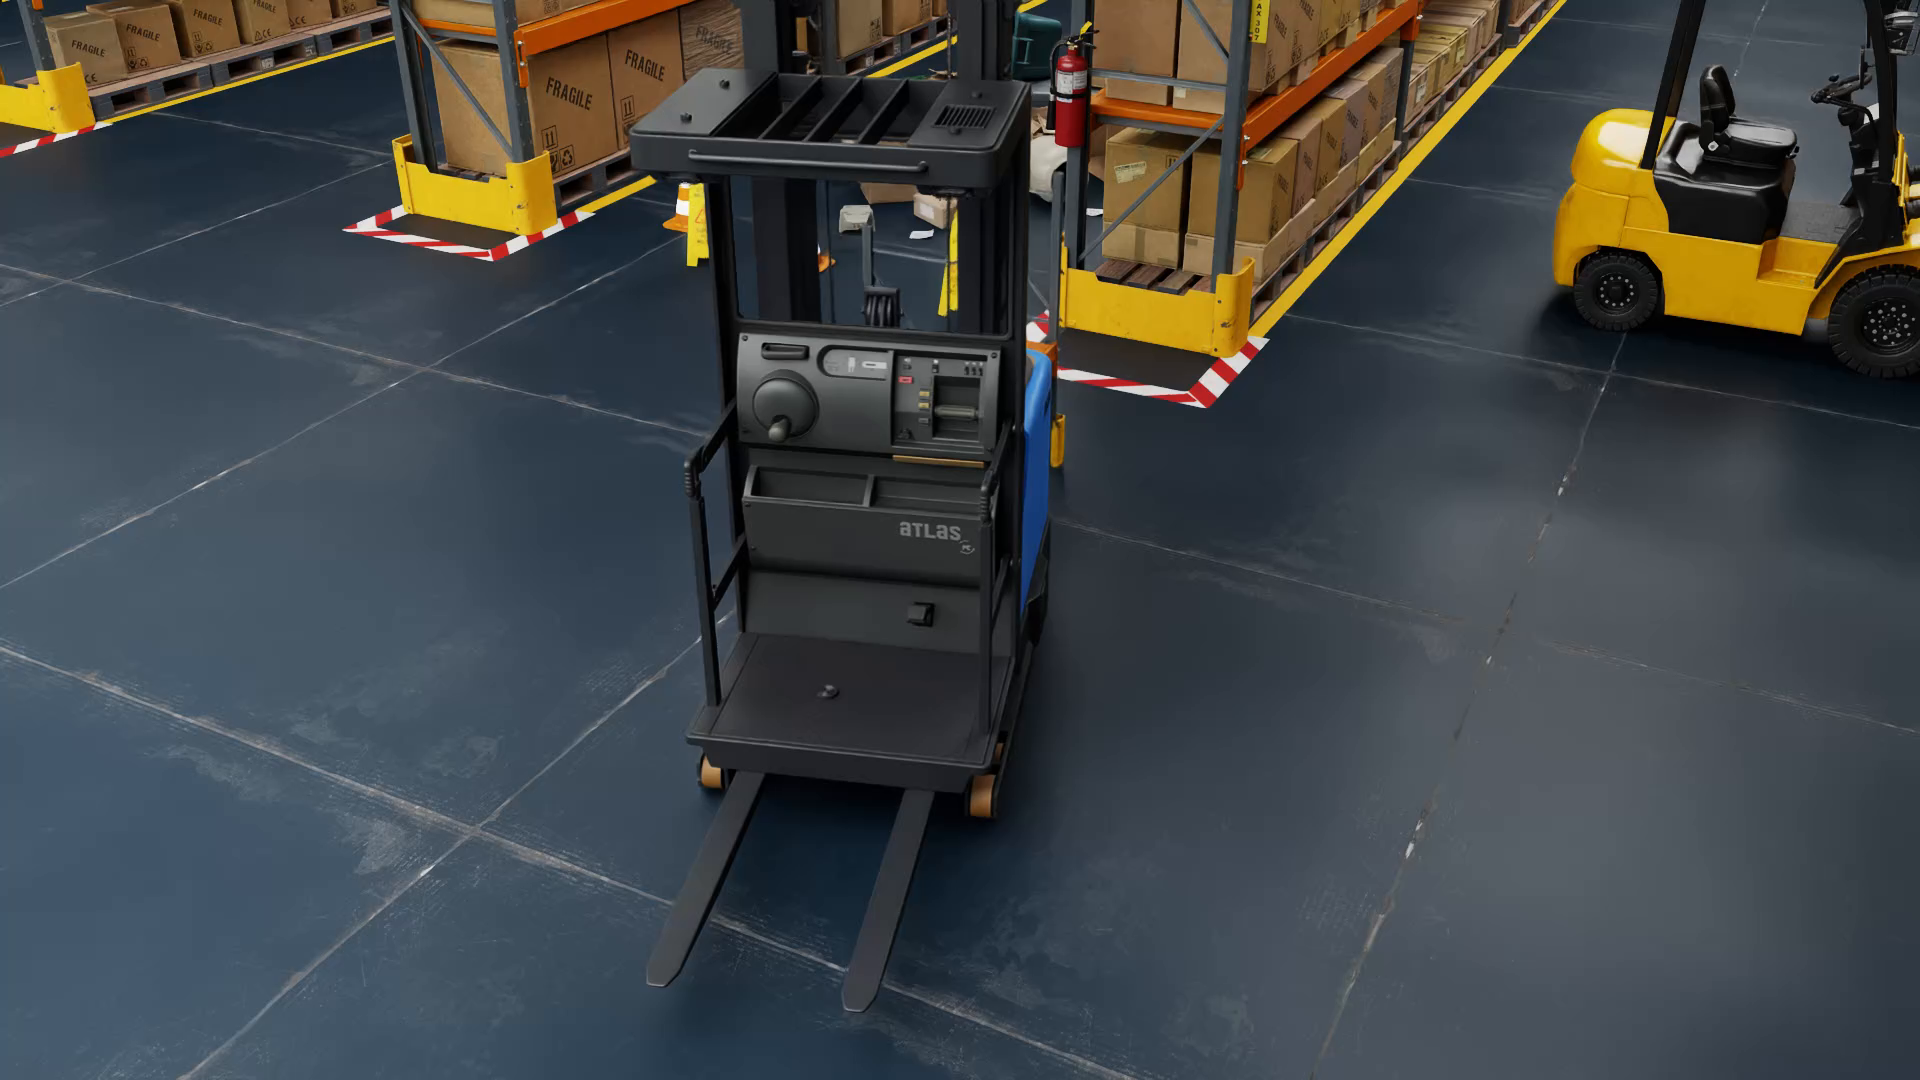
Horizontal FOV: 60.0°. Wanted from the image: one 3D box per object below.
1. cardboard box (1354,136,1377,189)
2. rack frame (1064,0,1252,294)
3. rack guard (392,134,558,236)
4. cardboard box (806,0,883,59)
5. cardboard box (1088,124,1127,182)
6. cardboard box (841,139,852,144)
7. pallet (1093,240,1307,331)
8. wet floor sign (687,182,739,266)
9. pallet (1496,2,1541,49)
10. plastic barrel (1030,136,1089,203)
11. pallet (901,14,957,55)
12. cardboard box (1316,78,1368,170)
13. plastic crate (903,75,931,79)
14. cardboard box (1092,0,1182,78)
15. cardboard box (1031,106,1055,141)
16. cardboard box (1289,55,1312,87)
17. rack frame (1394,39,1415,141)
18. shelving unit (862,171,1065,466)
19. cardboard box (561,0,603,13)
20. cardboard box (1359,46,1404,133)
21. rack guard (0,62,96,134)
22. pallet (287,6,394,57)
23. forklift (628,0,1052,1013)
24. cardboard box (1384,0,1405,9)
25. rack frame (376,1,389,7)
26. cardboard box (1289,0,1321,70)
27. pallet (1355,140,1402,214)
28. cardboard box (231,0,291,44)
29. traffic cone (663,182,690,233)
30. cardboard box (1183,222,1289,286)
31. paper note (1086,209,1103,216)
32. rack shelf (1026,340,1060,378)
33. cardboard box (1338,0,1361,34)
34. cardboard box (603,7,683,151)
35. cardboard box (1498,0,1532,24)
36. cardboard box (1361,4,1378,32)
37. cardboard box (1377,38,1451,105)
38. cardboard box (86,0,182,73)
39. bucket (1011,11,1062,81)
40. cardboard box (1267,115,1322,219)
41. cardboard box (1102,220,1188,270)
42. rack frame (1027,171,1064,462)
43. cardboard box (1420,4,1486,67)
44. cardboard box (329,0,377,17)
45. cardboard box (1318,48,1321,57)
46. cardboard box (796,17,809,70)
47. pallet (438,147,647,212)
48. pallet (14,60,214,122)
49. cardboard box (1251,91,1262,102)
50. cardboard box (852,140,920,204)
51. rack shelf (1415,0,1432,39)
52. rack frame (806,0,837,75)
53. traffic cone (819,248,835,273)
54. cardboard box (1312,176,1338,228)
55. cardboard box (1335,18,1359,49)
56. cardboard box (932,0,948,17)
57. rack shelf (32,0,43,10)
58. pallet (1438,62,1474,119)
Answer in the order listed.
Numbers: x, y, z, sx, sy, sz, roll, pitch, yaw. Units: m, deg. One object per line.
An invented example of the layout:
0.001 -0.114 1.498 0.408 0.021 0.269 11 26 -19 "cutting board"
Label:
2.640 -2.715 11.805 0.500 0.250 0.500 13 32 22 "cardboard box"
1.082 -2.513 9.115 1.000 3.000 0.127 14 33 23 "rack frame"
-3.382 -2.497 11.596 1.175 0.500 0.348 14 33 23 "rack guard"
-1.346 -4.867 15.050 1.050 0.750 0.750 14 33 23 "cardboard box"
1.204 -3.037 12.535 0.500 0.500 0.500 -12 32 -20 "cardboard box"
-0.692 -2.999 12.706 0.396 0.266 0.258 21 36 32 "cardboard box"
1.518 -1.690 10.481 1.003 0.211 1.213 14 33 23 "pallet"
-1.622 -2.109 10.774 0.267 0.644 0.232 9 31 15 "wet floor sign"
5.152 -5.183 16.564 1.003 0.211 1.213 14 33 23 "pallet"
0.675 -2.655 11.949 0.421 0.421 0.512 -12 32 -20 "plastic barrel"
-0.710 -5.058 16.345 1.003 0.211 1.213 14 33 23 "pallet"
2.412 -2.826 11.246 0.500 0.500 0.500 16 34 26 "cardboard box"
-0.462 -3.796 14.114 0.662 0.188 0.450 -18 24 -28 "plastic crate"
1.084 -2.989 9.543 0.500 0.500 0.500 14 33 22 "cardboard box"
0.622 -3.227 13.102 0.258 0.266 0.396 -7 31 -11 "cardboard box"
1.873 -2.825 9.909 0.380 0.149 0.250 15 33 24 "cardboard box"
2.904 -4.287 12.203 1.000 3.000 0.127 14 33 23 "rack frame"
0.037 -0.876 7.770 0.587 1.500 1.083 13 32 22 "shelving unit"
-3.011 -4.080 11.692 0.875 0.550 0.550 14 33 23 "cardboard box"
2.873 -3.278 12.033 0.500 0.500 0.500 14 33 23 "cardboard box"
-7.706 -3.711 13.711 1.175 0.500 0.348 14 33 23 "rack guard"
-6.193 -5.020 16.279 1.003 0.211 1.213 14 33 23 "pallet"
-0.356 -0.461 5.610 1.130 2.935 3.031 5 30 8 "forklift"
2.921 -3.854 11.701 0.380 0.149 0.250 15 33 24 "cardboard box"
-5.918 -6.535 16.117 1.000 3.000 0.127 14 33 23 "rack frame"
1.777 -3.063 9.673 0.500 0.500 0.500 15 33 25 "cardboard box"
2.629 -2.772 12.365 1.003 0.211 1.213 14 33 23 "pallet"
-6.603 -4.916 15.387 0.500 0.500 0.500 11 32 19 "cardboard box"
-1.865 -2.405 11.473 0.336 0.463 0.334 14 33 23 "traffic cone"
1.695 -1.798 10.208 0.500 0.250 0.500 14 33 23 "cardboard box"
0.942 -2.330 11.777 0.142 0.019 0.148 4 30 6 "paper note"
0.033 -0.716 7.852 0.538 0.185 1.000 13 32 22 "rack shelf"
2.233 -3.517 10.462 0.500 0.500 0.500 14 33 22 "cardboard box"
-2.722 -3.558 12.646 0.875 0.875 0.875 14 33 23 "cardboard box"
5.115 -5.608 16.215 0.875 0.875 0.875 14 33 23 "cardboard box"
2.569 -3.515 11.111 0.380 0.149 0.250 14 33 23 "cardboard box"
3.465 -3.882 13.715 0.950 0.372 0.625 16 34 26 "cardboard box"
-7.199 -4.405 14.498 0.500 0.500 0.500 24 38 36 "cardboard box"
0.442 -4.021 13.501 0.620 0.611 0.726 -14 31 -42 "bucket"
1.940 -2.367 10.445 0.500 0.500 0.500 13 32 21 "cardboard box"
1.221 -1.933 10.444 0.500 0.250 0.500 14 33 23 "cardboard box"
0.250 -1.101 8.161 0.500 1.500 0.032 13 32 22 "rack frame"
4.131 -4.525 14.835 0.950 0.372 0.625 14 33 22 "cardboard box"
-6.136 -5.465 16.342 0.500 0.500 0.500 13 32 22 "cardboard box"
2.027 -3.078 10.349 0.380 0.149 0.250 15 33 25 "cardboard box"
-1.898 -4.363 14.047 0.875 0.875 0.875 15 33 24 "cardboard box"
-3.076 -2.754 12.335 1.003 0.211 1.213 14 33 23 "pallet"
-7.304 -3.938 14.396 1.003 0.211 1.213 14 33 23 "pallet"
1.523 -2.623 9.558 0.380 0.149 0.250 15 33 24 "cardboard box"
-0.372 -2.784 12.092 0.797 0.503 0.637 -7 31 -11 "cardboard box"
3.815 -4.861 13.926 1.077 0.370 4.000 14 33 23 "rack shelf"
-1.549 -5.365 14.080 1.000 3.000 0.127 14 33 23 "rack frame"
-1.014 -1.998 10.764 0.336 0.463 0.334 14 33 23 "traffic cone"
2.172 -2.267 11.026 0.500 0.250 0.500 17 34 27 "cardboard box"
2.341 -3.286 10.712 0.380 0.149 0.250 15 33 24 "cardboard box"
-0.479 -5.707 16.513 1.050 0.750 0.750 15 33 24 "cardboard box"
-6.829 -5.336 14.753 1.077 0.370 4.000 14 33 23 "rack shelf"
3.812 -3.966 14.444 1.003 0.211 1.213 14 33 23 "pallet"
